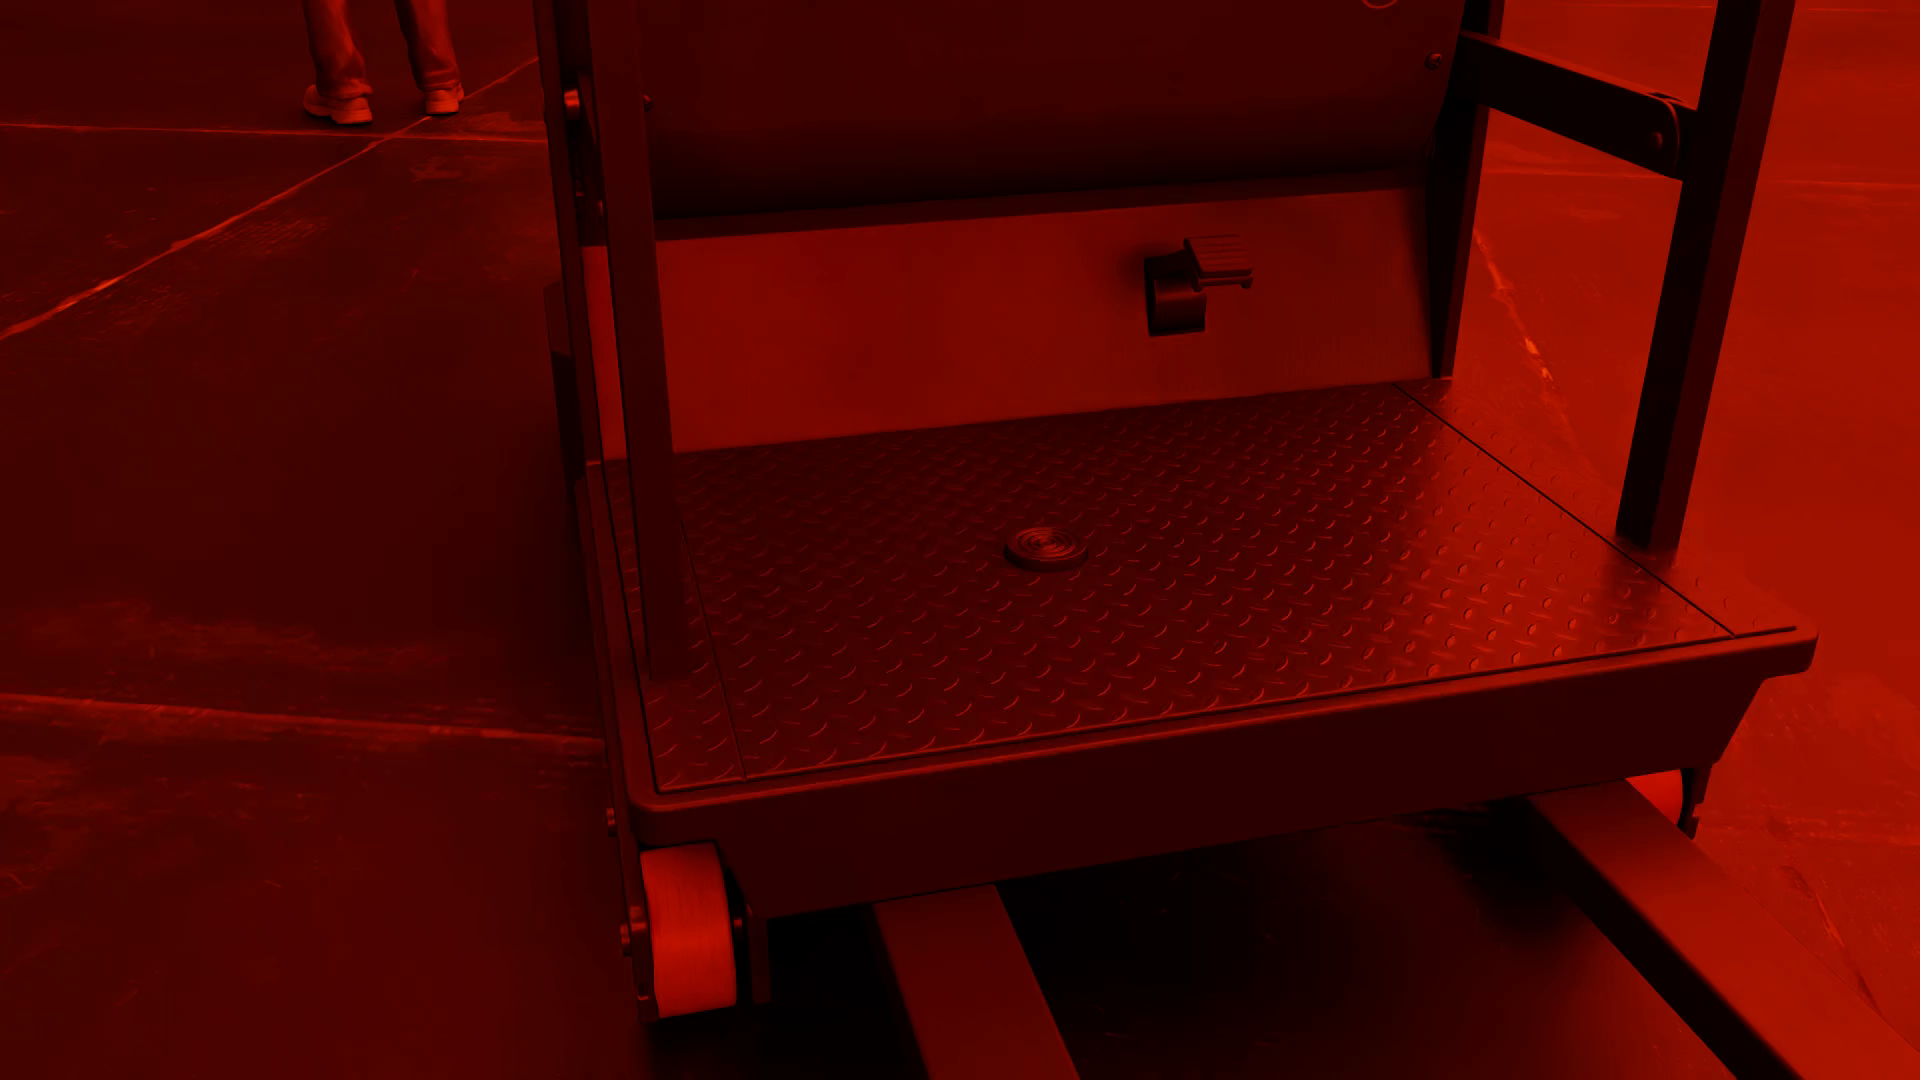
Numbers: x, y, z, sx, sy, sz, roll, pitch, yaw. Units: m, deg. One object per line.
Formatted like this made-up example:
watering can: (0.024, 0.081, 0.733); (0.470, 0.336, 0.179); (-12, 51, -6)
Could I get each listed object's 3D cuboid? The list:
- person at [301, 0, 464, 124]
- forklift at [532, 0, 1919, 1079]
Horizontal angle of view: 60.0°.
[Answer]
person: (-1.801, -2.121, 4.765); (0.608, 1.774, 0.379); (-15, 30, -27)
forklift: (0.153, -1.020, 1.333); (1.129, 2.867, 3.031); (-7, 27, -13)
